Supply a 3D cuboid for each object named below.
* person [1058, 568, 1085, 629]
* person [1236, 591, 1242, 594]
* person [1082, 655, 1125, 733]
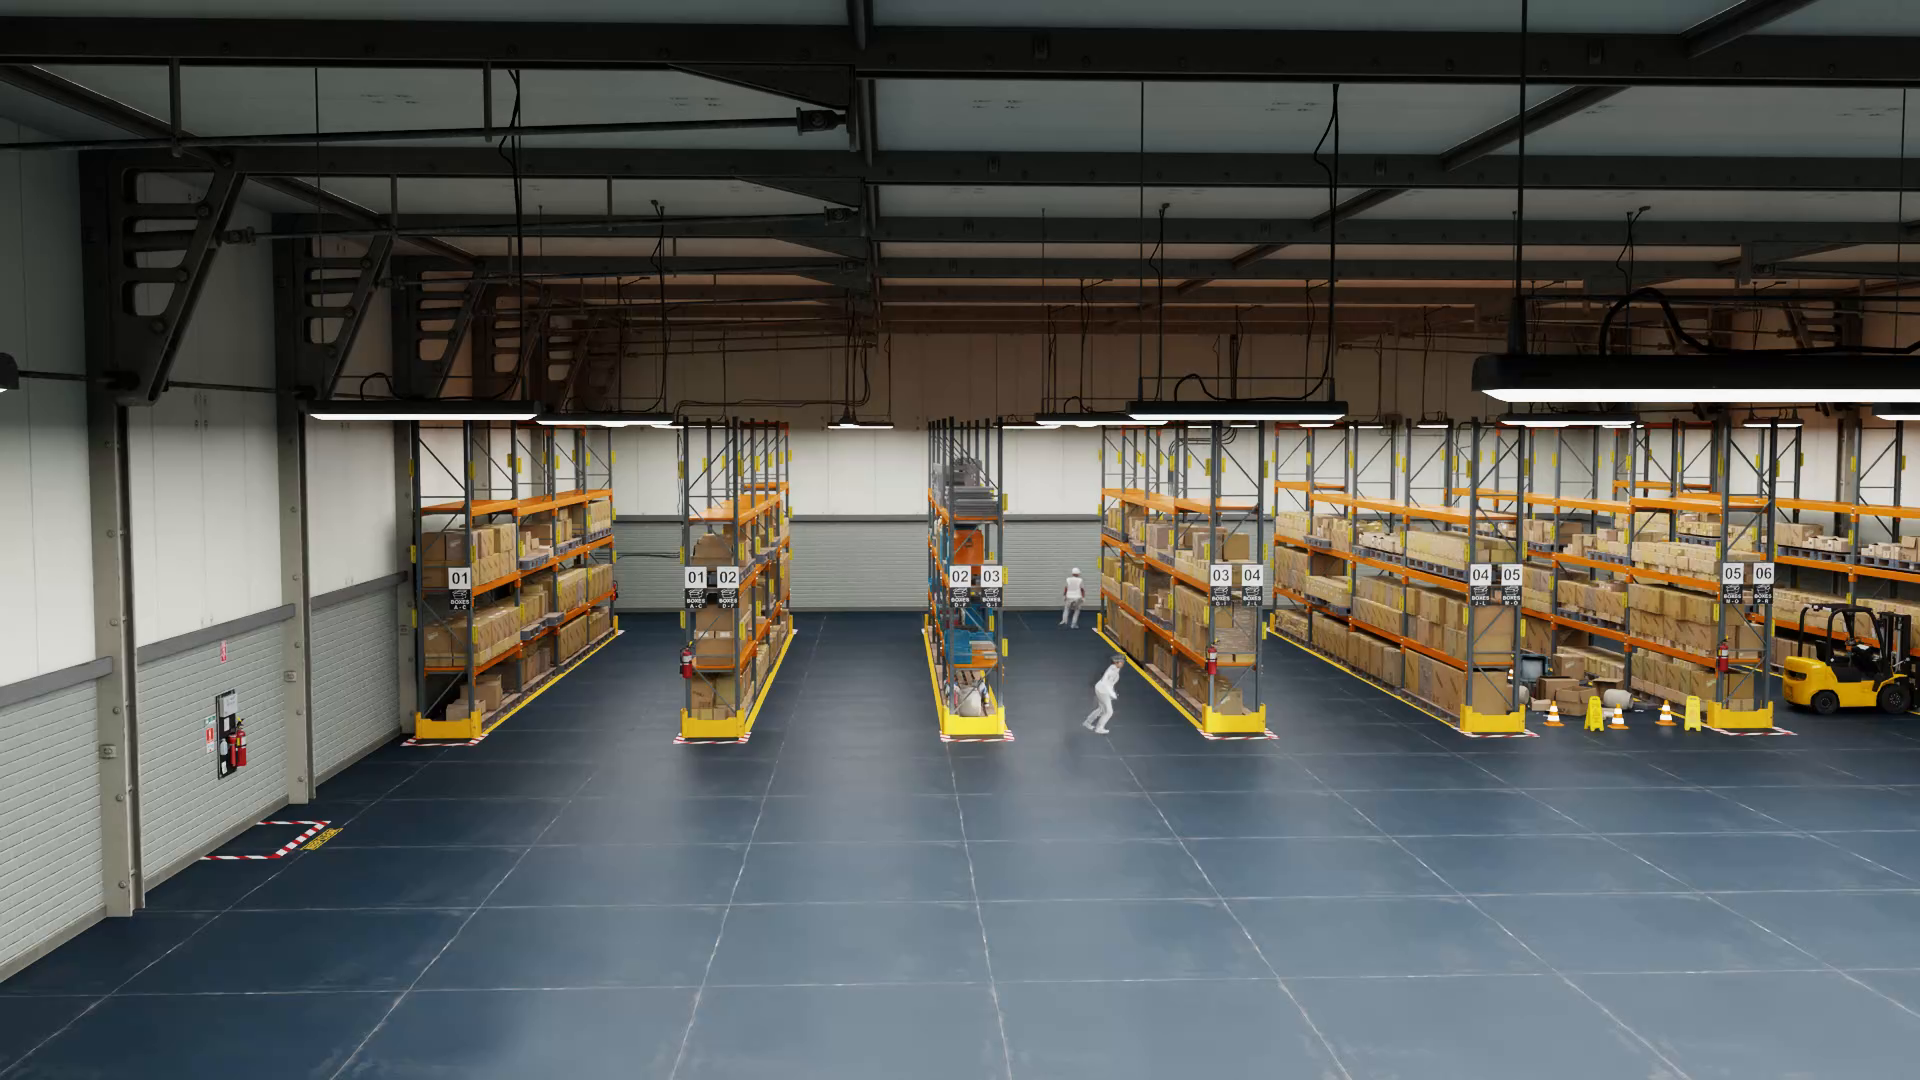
[{"bbox_3d":[3.248,1.695,48.240,0.715,1.761,0.577,1,4,18],"label":"person"},{"bbox_3d":[7.873,1.920,46.427,0.570,1.537,0.496,0,4,-1],"label":"person"},{"bbox_3d":[2.715,2.909,31.519,0.833,1.520,0.610,1,4,12],"label":"person"}]
